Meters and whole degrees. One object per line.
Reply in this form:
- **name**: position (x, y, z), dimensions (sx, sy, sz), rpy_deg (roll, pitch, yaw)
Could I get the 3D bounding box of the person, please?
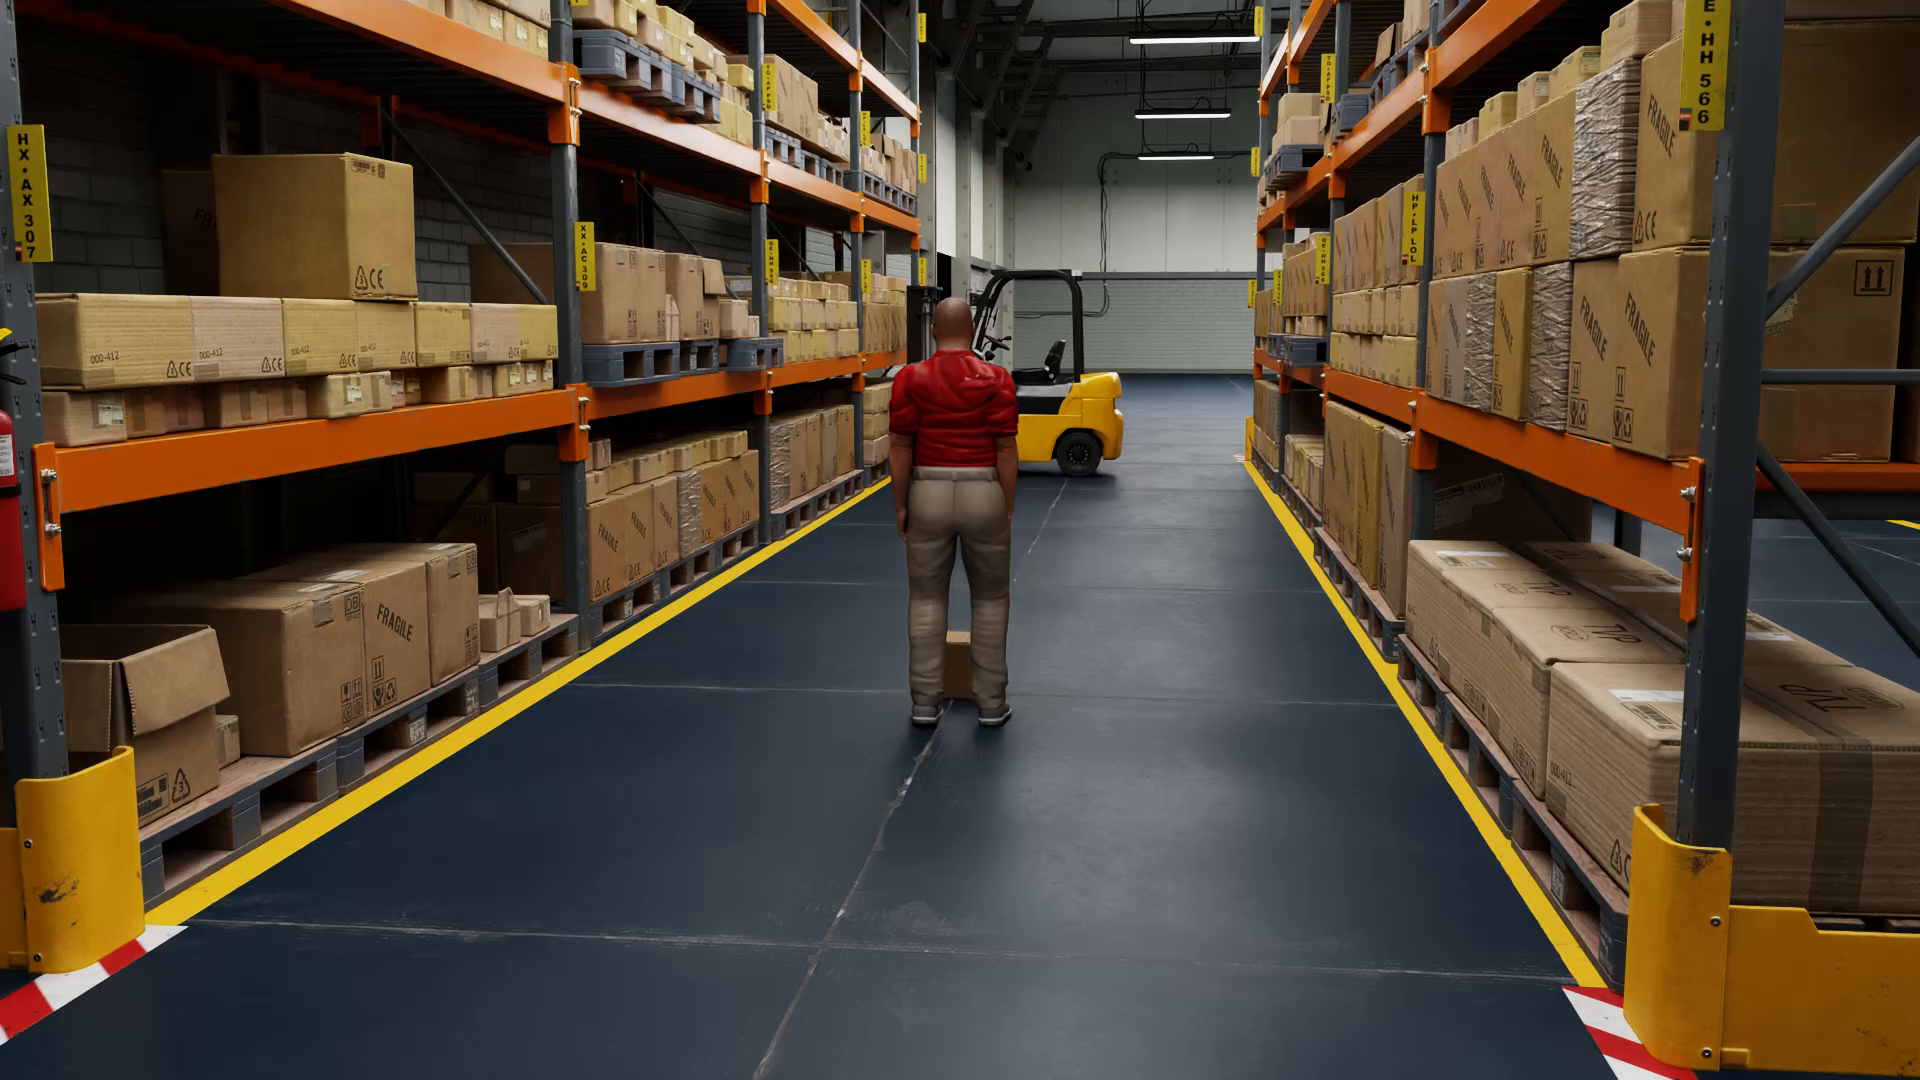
- **person**: position (-0.020, -0.461, 6.709), dimensions (0.526, 1.024, 0.342), rpy_deg (1, 8, 8)
